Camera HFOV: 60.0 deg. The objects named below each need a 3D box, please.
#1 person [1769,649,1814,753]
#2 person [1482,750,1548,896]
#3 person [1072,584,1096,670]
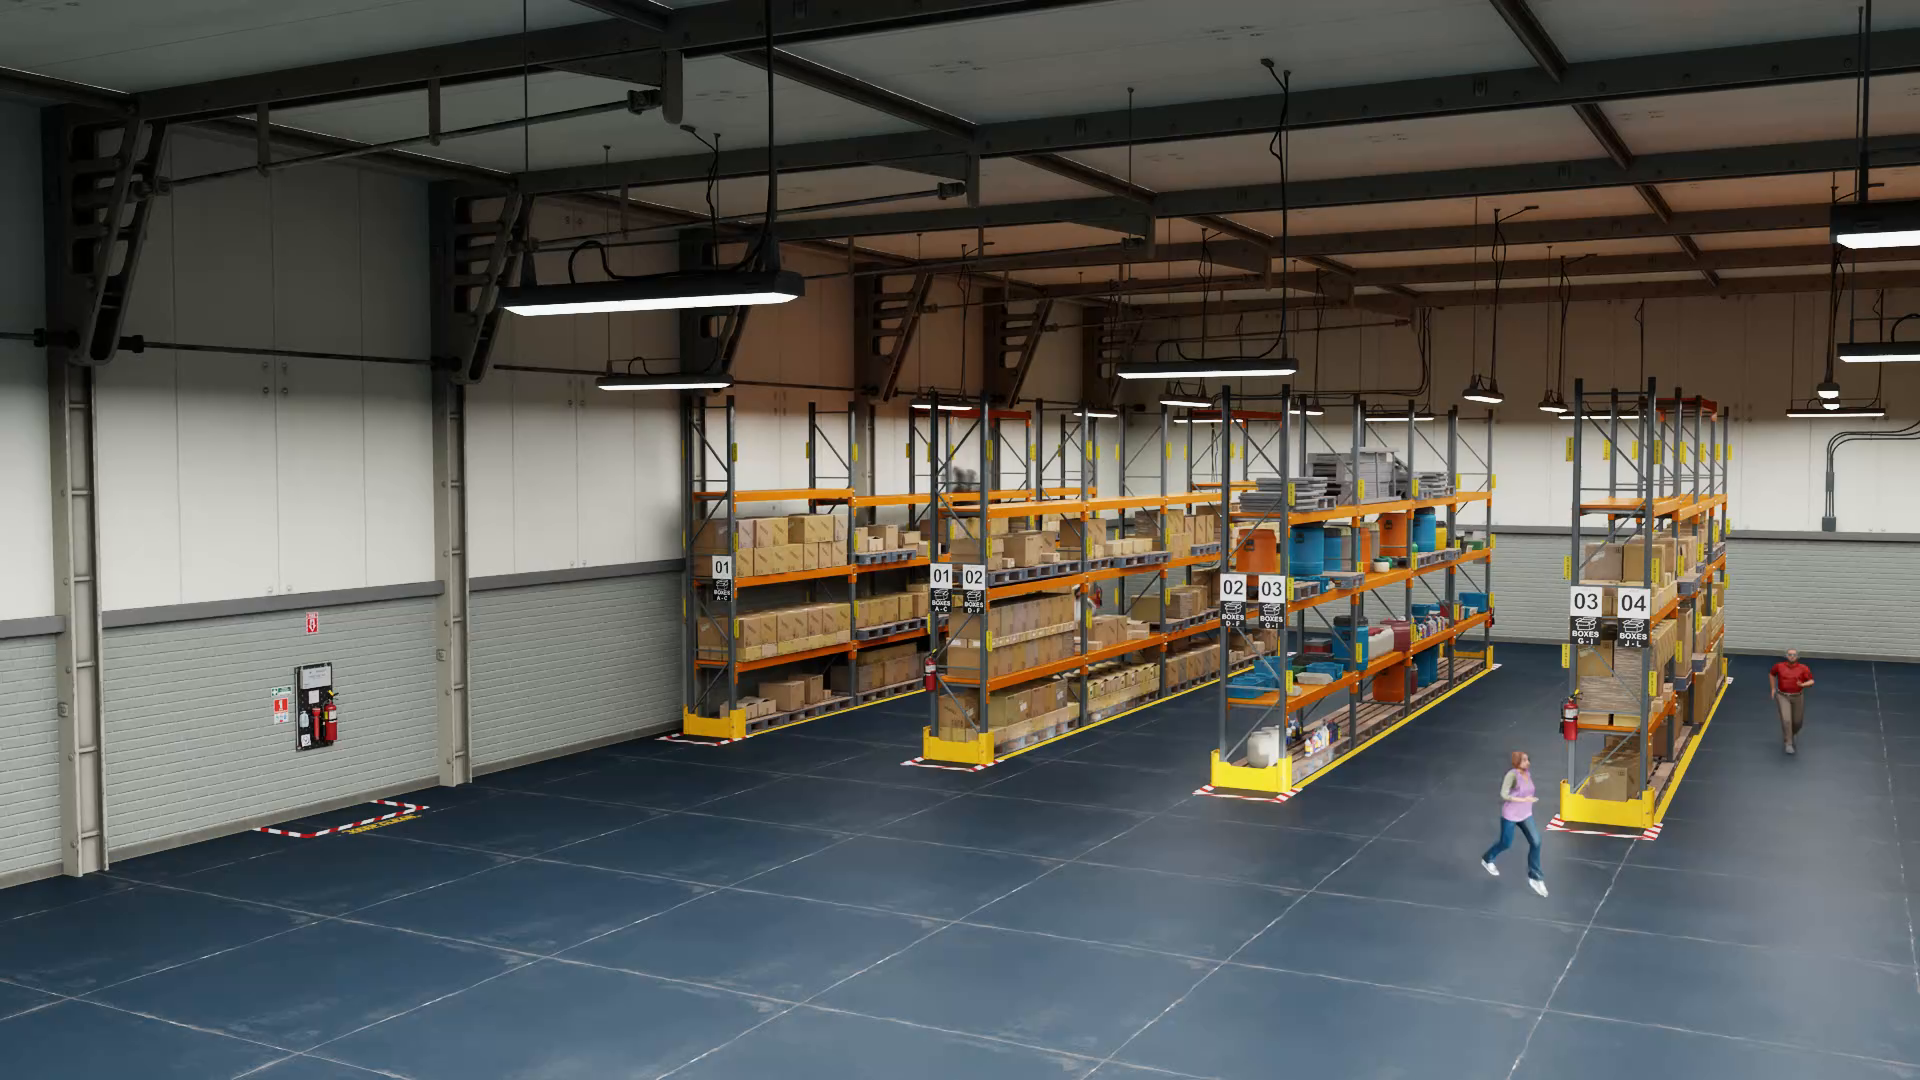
[{"bbox_3d":[13.902,2.662,27.819,0.665,1.708,0.919,1,3,23],"label":"person"},{"bbox_3d":[6.333,3.216,19.084,0.509,1.620,0.902,-1,3,-25],"label":"person"},{"bbox_3d":[2.626,1.908,36.899,0.673,1.891,0.735,1,3,25],"label":"person"}]
